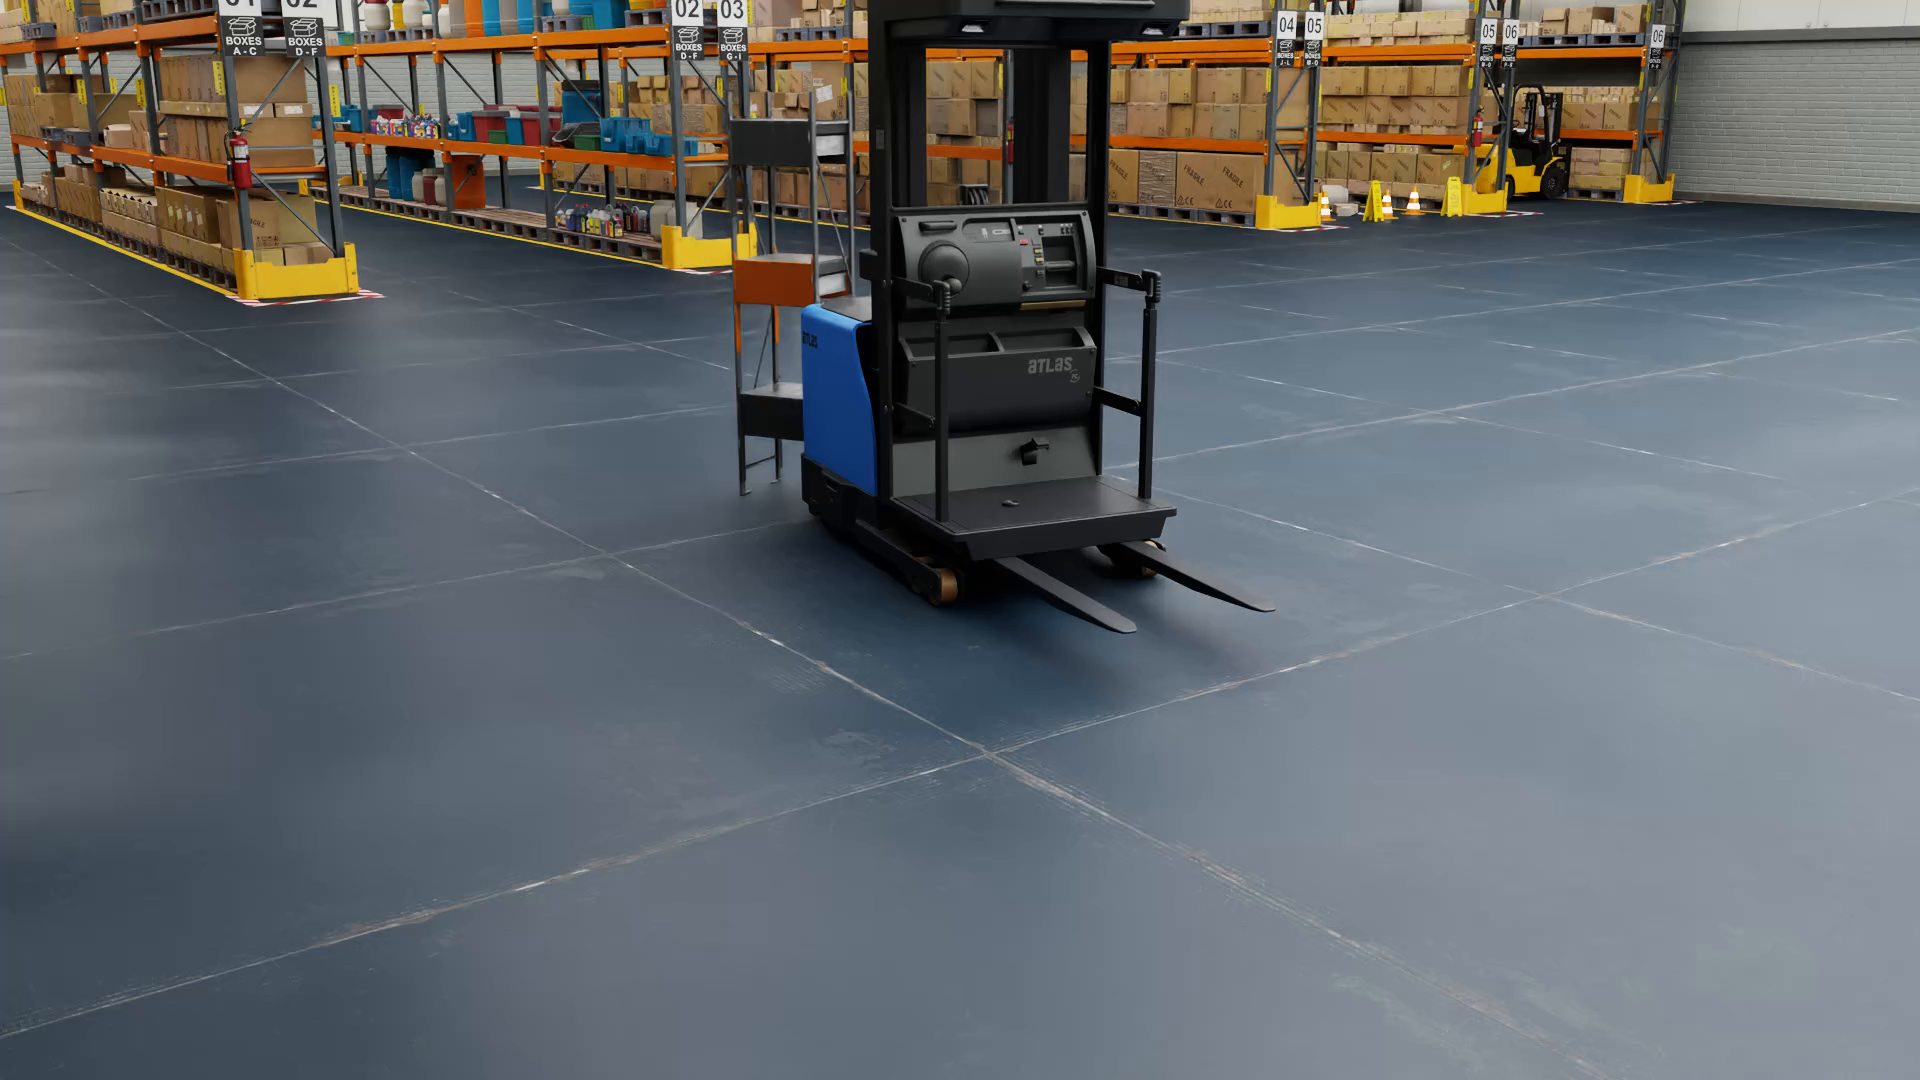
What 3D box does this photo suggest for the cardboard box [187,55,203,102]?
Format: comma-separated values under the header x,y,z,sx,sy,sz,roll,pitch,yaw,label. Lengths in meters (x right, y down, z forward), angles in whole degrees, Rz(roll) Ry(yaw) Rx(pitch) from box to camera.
x,y,z,sx,sy,sz,roll,pitch,yaw,label
-8.189,-5.161,18.602,0.700,0.500,0.500,-11,19,-34,cardboard box

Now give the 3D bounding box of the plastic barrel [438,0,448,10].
x,y,z,sx,sy,sz,roll,pitch,yaw,label
-8.015,-8.502,26.167,0.600,0.830,0.708,-11,19,-35,plastic barrel

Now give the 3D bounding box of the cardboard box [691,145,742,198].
x,y,z,sx,sy,sz,roll,pitch,yaw,label
-4.066,-6.621,29.815,1.225,0.875,0.875,-12,19,-37,cardboard box

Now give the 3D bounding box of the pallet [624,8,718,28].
x,y,z,sx,sy,sz,roll,pitch,yaw,label
-3.387,-6.363,20.319,1.003,0.211,1.213,-11,19,-35,pallet

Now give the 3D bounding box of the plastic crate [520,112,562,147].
x,y,z,sx,sy,sz,roll,pitch,yaw,label
-5.864,-5.757,23.306,0.402,0.464,0.583,-11,19,-35,plastic crate

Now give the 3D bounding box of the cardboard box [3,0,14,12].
x,y,z,sx,sy,sz,roll,pitch,yaw,label
-15.855,-9.215,28.296,0.700,0.500,0.500,-11,19,-35,cardboard box

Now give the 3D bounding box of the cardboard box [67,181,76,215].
x,y,z,sx,sy,sz,roll,pitch,yaw,label
-13.347,-5.256,25.498,0.500,0.500,0.500,-11,19,-34,cardboard box

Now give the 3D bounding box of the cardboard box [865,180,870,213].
x,y,z,sx,sy,sz,roll,pitch,yaw,label
-1.123,-5.344,25.859,0.500,0.500,0.500,-12,19,-36,cardboard box

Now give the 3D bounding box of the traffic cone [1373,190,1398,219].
x,y,z,sx,sy,sz,roll,pitch,yaw,label
7.048,-5.546,27.463,0.336,0.463,0.334,-11,19,-35,traffic cone

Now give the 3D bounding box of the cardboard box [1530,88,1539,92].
x,y,z,sx,sy,sz,roll,pitch,yaw,label
11.472,-8.876,32.842,0.380,0.149,0.250,-11,19,-35,cardboard box

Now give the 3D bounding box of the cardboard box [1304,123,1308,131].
x,y,z,sx,sy,sz,roll,pitch,yaw,label
6.616,-7.739,31.145,0.380,0.149,0.250,-11,19,-35,cardboard box

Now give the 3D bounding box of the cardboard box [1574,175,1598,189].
x,y,z,sx,sy,sz,roll,pitch,yaw,label
12.239,-6.929,32.125,0.500,0.250,0.500,-11,19,-35,cardboard box

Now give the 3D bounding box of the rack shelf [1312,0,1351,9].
x,y,z,sx,sy,sz,roll,pitch,yaw,label
7.176,-12.383,38.394,1.077,0.370,4.000,-11,19,-35,rack shelf

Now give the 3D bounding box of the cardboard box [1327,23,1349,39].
x,y,z,sx,sy,sz,roll,pitch,yaw,label
7.039,-9.250,30.228,0.500,0.250,0.500,-11,19,-35,cardboard box

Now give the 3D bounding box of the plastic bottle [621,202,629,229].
x,y,z,sx,sy,sz,roll,pitch,yaw,label
-4.607,-4.471,22.913,0.144,0.351,0.185,-12,19,-37,plastic bottle

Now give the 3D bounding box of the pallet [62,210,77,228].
x,y,z,sx,sy,sz,roll,pitch,yaw,label
-13.536,-5.097,26.301,1.003,0.211,1.213,-11,19,-35,pallet

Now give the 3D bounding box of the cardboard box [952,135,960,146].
x,y,z,sx,sy,sz,roll,pitch,yaw,label
0.109,-5.707,23.720,0.380,0.149,0.250,-11,19,-35,cardboard box

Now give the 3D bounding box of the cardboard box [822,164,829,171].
x,y,z,sx,sy,sz,roll,pitch,yaw,label
-2.741,-7.995,35.645,0.380,0.149,0.250,-12,19,-36,cardboard box

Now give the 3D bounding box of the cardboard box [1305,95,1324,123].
x,y,z,sx,sy,sz,roll,pitch,yaw,label
6.724,-8.031,30.985,0.500,0.500,0.500,-11,19,-35,cardboard box

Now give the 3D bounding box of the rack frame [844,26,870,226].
x,y,z,sx,sy,sz,roll,pitch,yaw,label
-1.325,-6.439,25.919,1.000,3.000,0.127,-11,19,-35,rack frame

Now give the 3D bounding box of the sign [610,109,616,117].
x,y,z,sx,sy,sz,roll,pitch,yaw,label
-4.880,-5.887,23.377,0.100,0.325,0.005,-11,19,-35,sign

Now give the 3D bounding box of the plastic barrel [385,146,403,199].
x,y,z,sx,sy,sz,roll,pitch,yaw,label
-9.729,-6.450,29.139,0.600,0.901,0.708,-11,19,-35,plastic barrel

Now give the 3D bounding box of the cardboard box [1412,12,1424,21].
x,y,z,sx,sy,sz,roll,pitch,yaw,label
8.074,-9.088,28.881,0.380,0.149,0.250,-11,19,-35,cardboard box

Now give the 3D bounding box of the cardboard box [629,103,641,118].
x,y,z,sx,sy,sz,roll,pitch,yaw,label
-5.961,-8.058,31.647,0.500,0.500,0.500,-11,19,-34,cardboard box

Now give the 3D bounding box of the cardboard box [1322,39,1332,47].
x,y,z,sx,sy,sz,roll,pitch,yaw,label
6.782,-9.133,30.557,0.380,0.149,0.250,-11,19,-34,cardboard box

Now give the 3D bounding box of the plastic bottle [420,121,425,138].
x,y,z,sx,sy,sz,roll,pitch,yaw,label
-8.684,-6.642,26.906,0.097,0.271,0.097,0,15,0,plastic bottle

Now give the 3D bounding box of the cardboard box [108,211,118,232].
x,y,z,sx,sy,sz,roll,pitch,yaw,label
-11.326,-4.368,22.766,0.500,0.250,0.500,-12,19,-36,cardboard box

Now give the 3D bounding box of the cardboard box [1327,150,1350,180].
x,y,z,sx,sy,sz,roll,pitch,yaw,label
7.143,-6.935,30.723,0.500,0.500,0.500,-10,18,-32,cardboard box

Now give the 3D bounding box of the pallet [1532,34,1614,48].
x,y,z,sx,sy,sz,roll,pitch,yaw,label
11.939,-9.714,32.371,1.003,0.211,1.213,-11,19,-35,pallet

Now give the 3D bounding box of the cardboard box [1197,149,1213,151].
x,y,z,sx,sy,sz,roll,pitch,yaw,label
6.102,-9.315,40.368,0.500,0.500,0.500,-10,18,-32,cardboard box

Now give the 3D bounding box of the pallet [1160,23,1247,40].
x,y,z,sx,sy,sz,roll,pitch,yaw,label
3.932,-8.154,26.674,1.003,0.211,1.213,-11,19,-35,pallet

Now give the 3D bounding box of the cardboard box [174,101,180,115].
x,y,z,sx,sy,sz,roll,pitch,yaw,label
-8.883,-5.011,19.286,0.380,0.149,0.250,-11,19,-35,cardboard box

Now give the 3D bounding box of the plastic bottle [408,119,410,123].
x,y,z,sx,sy,sz,roll,pitch,yaw,label
-9.077,-6.809,27.495,0.061,0.283,0.133,-11,19,-35,plastic bottle

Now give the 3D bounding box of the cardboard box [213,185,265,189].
x,y,z,sx,sy,sz,roll,pitch,yaw,label
-8.607,-3.966,19.878,0.500,0.500,0.500,-11,19,-35,cardboard box

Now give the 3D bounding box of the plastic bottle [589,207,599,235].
x,y,z,sx,sy,sz,roll,pitch,yaw,label
-4.832,-4.237,22.058,0.144,0.351,0.185,-11,19,-35,plastic bottle

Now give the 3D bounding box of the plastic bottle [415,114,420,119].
x,y,z,sx,sy,sz,roll,pitch,yaw,label
-9.347,-7.187,28.745,0.144,0.351,0.185,-11,19,-35,plastic bottle

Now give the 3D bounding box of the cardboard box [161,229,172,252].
x,y,z,sx,sy,sz,roll,pitch,yaw,label
-9.313,-3.632,20.078,0.500,0.250,0.500,-11,19,-35,cardboard box

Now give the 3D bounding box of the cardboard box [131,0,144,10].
x,y,z,sx,sy,sz,roll,pitch,yaw,label
-10.020,-6.729,20.786,0.500,0.250,0.500,-13,20,-40,cardboard box

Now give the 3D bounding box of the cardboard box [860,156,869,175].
x,y,z,sx,sy,sz,roll,pitch,yaw,label
-1.738,-7.693,34.442,0.500,0.500,0.500,-10,18,-32,cardboard box

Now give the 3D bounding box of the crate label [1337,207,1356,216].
x,y,z,sx,sy,sz,roll,pitch,yaw,label
6.536,-5.547,28.084,0.298,0.136,0.250,7,17,23,crate label

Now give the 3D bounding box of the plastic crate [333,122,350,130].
x,y,z,sx,sy,sz,roll,pitch,yaw,label
-11.303,-7.605,30.567,0.293,0.136,0.466,-11,19,-35,plastic crate

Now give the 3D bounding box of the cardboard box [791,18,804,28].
x,y,z,sx,sy,sz,roll,pitch,yaw,label
-2.509,-8.360,26.905,0.380,0.166,0.250,-12,19,-36,cardboard box

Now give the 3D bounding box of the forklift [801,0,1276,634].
x,y,z,sx,sy,sz,roll,pitch,yaw,label
0.261,-1.264,7.141,1.130,2.935,3.031,-7,17,-24,forklift

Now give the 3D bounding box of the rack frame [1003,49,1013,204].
x,y,z,sx,sy,sz,roll,pitch,yaw,label
1.026,-5.585,22.798,1.000,3.000,0.127,-11,19,-35,rack frame

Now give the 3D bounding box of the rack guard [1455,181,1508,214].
x,y,z,sx,sy,sz,roll,pitch,yaw,label
8.998,-5.933,28.808,1.175,0.500,0.348,-11,19,-35,rack guard

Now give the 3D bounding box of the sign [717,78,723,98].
x,y,z,sx,sy,sz,roll,pitch,yaw,label
-4.124,-7.765,28.570,0.100,0.325,0.005,-11,19,-35,sign

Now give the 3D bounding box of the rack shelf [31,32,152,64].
x,y,z,sx,sy,sz,roll,pitch,yaw,label
-12.868,-7.283,24.684,1.077,0.370,4.000,-11,19,-35,rack shelf

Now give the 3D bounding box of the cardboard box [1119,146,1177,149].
x,y,z,sx,sy,sz,roll,pitch,yaw,label
4.000,-8.169,35.471,0.875,0.875,0.875,-11,19,-35,cardboard box

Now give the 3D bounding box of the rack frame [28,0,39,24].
x,y,z,sx,sy,sz,roll,pitch,yaw,label
-14.044,-9.504,25.754,1.000,3.000,0.127,-11,19,-35,rack frame

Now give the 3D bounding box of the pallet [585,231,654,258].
x,y,z,sx,sy,sz,roll,pitch,yaw,label
-4.249,-3.914,21.978,1.003,0.211,1.213,-11,19,-35,pallet

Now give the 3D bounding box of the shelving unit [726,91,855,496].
x,y,z,sx,sy,sz,roll,pitch,yaw,label
-0.869,-1.268,8.730,0.503,2.100,0.431,7,17,25,shelving unit

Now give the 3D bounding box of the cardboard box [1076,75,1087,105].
x,y,z,sx,sy,sz,roll,pitch,yaw,label
2.449,-7.823,28.892,0.700,0.500,0.500,-11,19,-35,cardboard box

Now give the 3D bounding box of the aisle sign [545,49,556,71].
x,y,z,sx,sy,sz,roll,pitch,yaw,label
-8.666,-10.224,34.824,0.394,0.787,0.004,-11,19,-35,aisle sign

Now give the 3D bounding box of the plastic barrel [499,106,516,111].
x,y,z,sx,sy,sz,roll,pitch,yaw,label
-6.906,-6.392,25.535,0.421,0.512,0.421,0,15,0,plastic barrel

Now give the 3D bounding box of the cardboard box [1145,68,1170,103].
x,y,z,sx,sy,sz,roll,pitch,yaw,label
3.559,-7.460,27.321,0.875,0.550,0.550,-11,19,-35,cardboard box

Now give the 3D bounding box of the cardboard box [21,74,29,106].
x,y,z,sx,sy,sz,roll,pitch,yaw,label
-15.151,-7.425,27.440,0.500,0.500,0.500,-11,19,-34,cardboard box
